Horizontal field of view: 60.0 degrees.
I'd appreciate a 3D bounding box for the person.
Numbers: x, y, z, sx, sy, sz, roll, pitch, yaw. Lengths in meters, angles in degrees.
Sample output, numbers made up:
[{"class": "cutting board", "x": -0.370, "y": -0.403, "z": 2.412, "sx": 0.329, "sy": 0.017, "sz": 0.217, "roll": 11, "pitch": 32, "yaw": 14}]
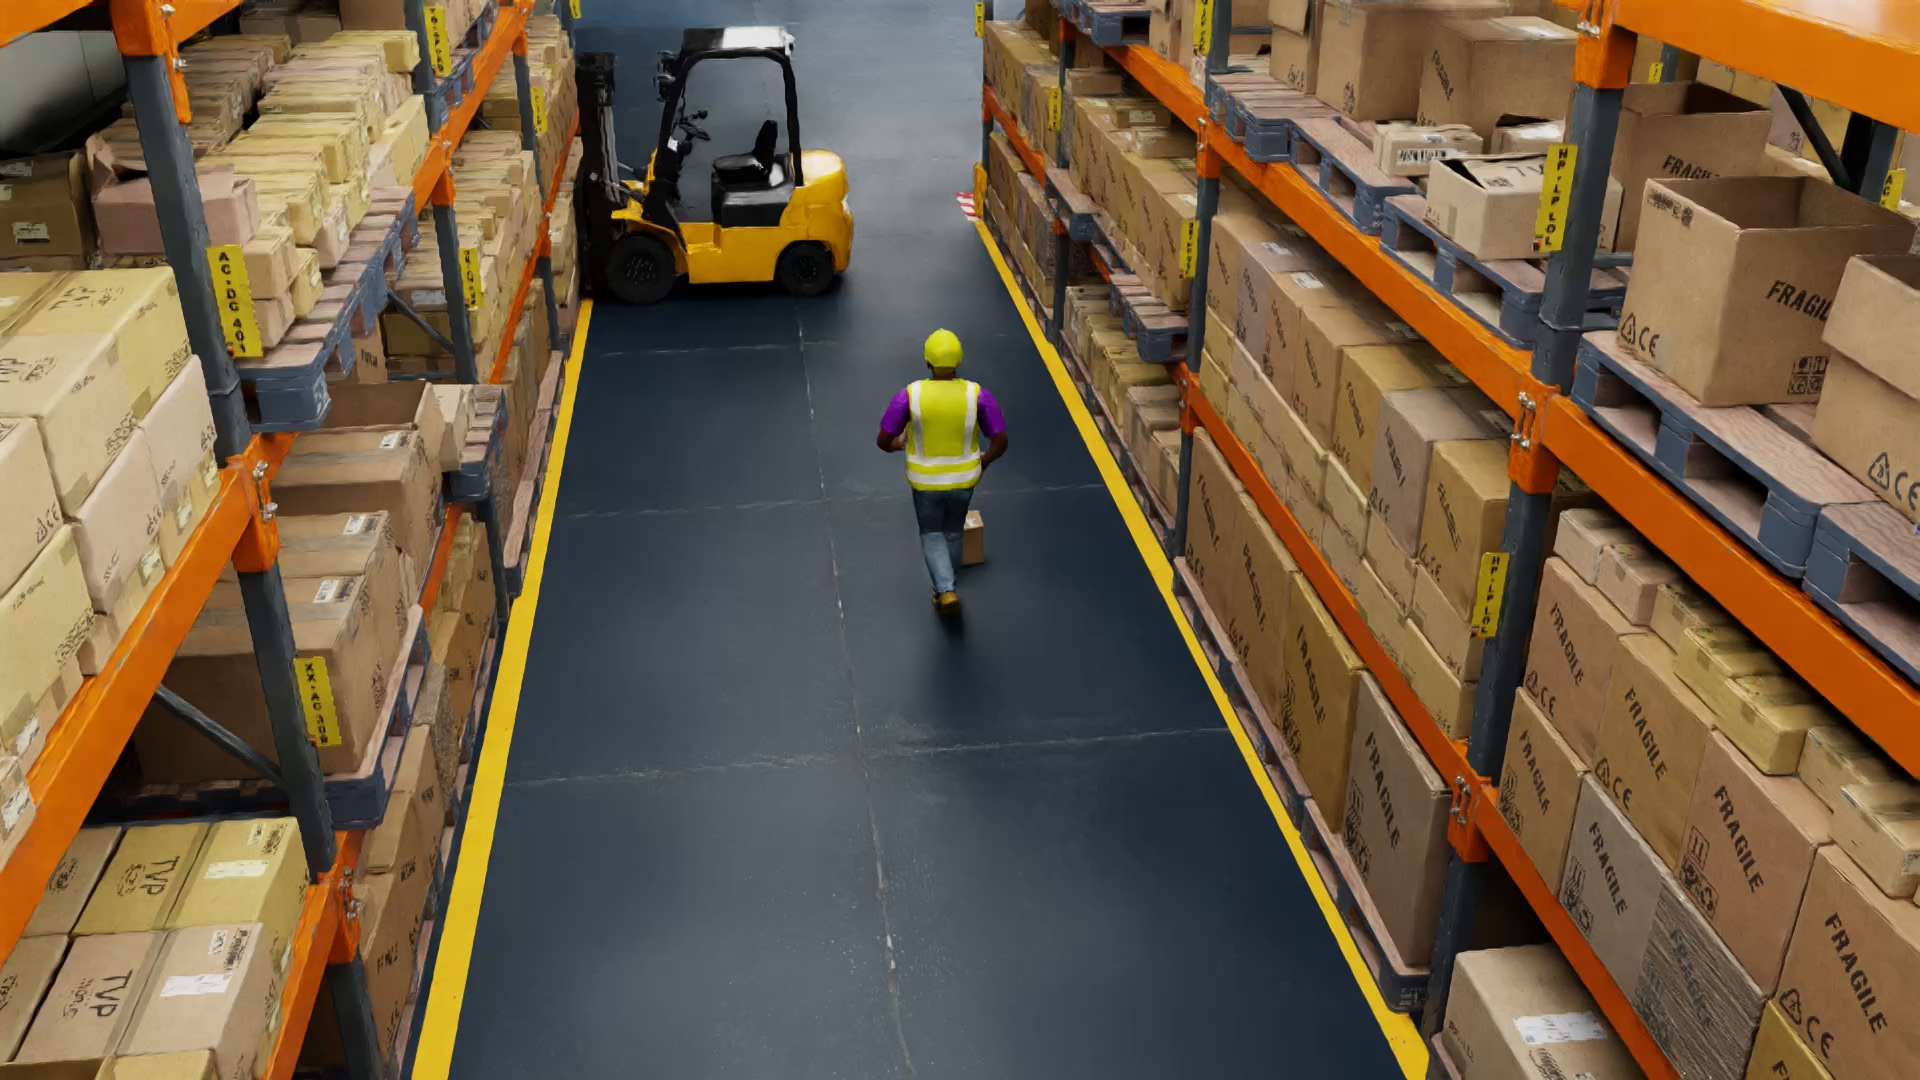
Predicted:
[{"class": "person", "x": -0.106, "y": -0.345, "z": 9.283, "sx": 0.712, "sy": 1.745, "sz": 0.726, "roll": -2, "pitch": 27, "yaw": -4}]
